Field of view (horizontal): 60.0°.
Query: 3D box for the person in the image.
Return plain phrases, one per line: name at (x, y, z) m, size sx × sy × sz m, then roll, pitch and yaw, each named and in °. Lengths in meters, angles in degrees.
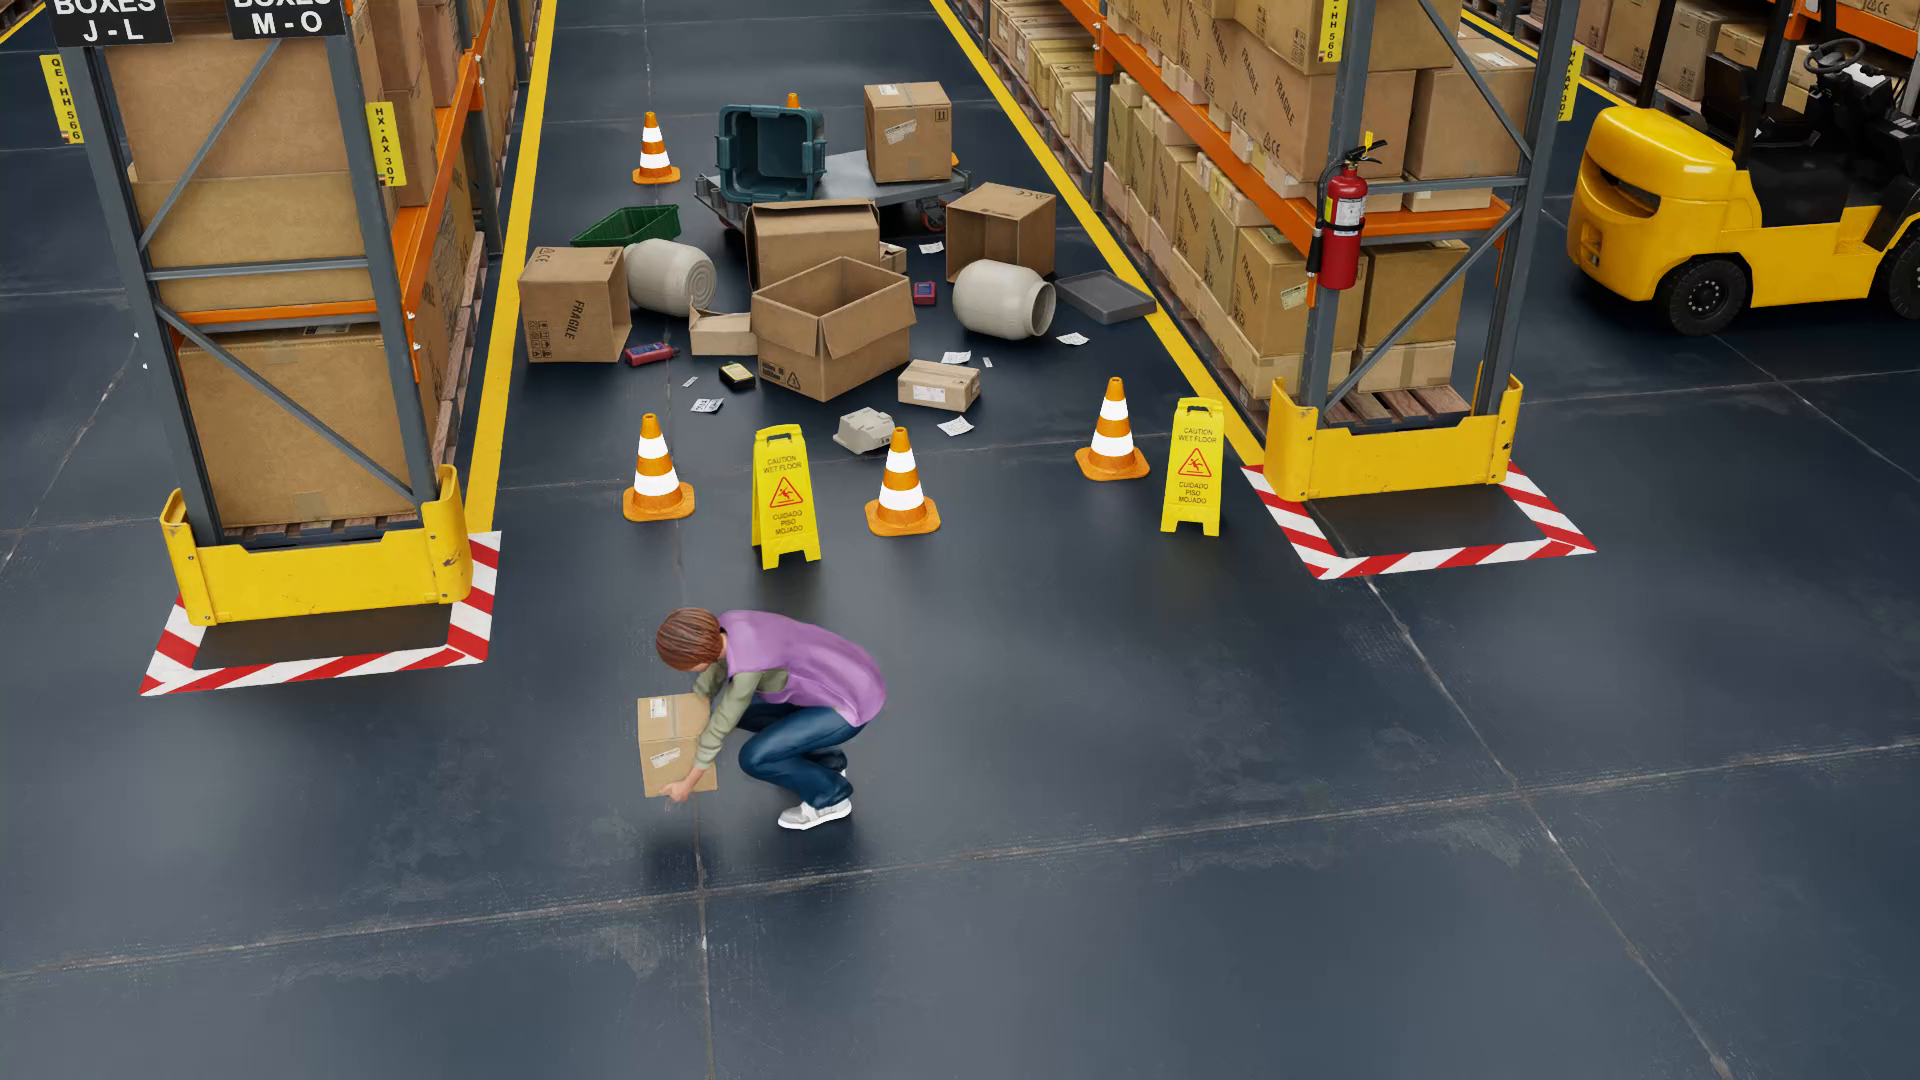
person at (-0.668, 0.581, 5.851) m, size 0.829 × 0.911 × 0.420 m, roll -6°, pitch 32°, yaw -10°
